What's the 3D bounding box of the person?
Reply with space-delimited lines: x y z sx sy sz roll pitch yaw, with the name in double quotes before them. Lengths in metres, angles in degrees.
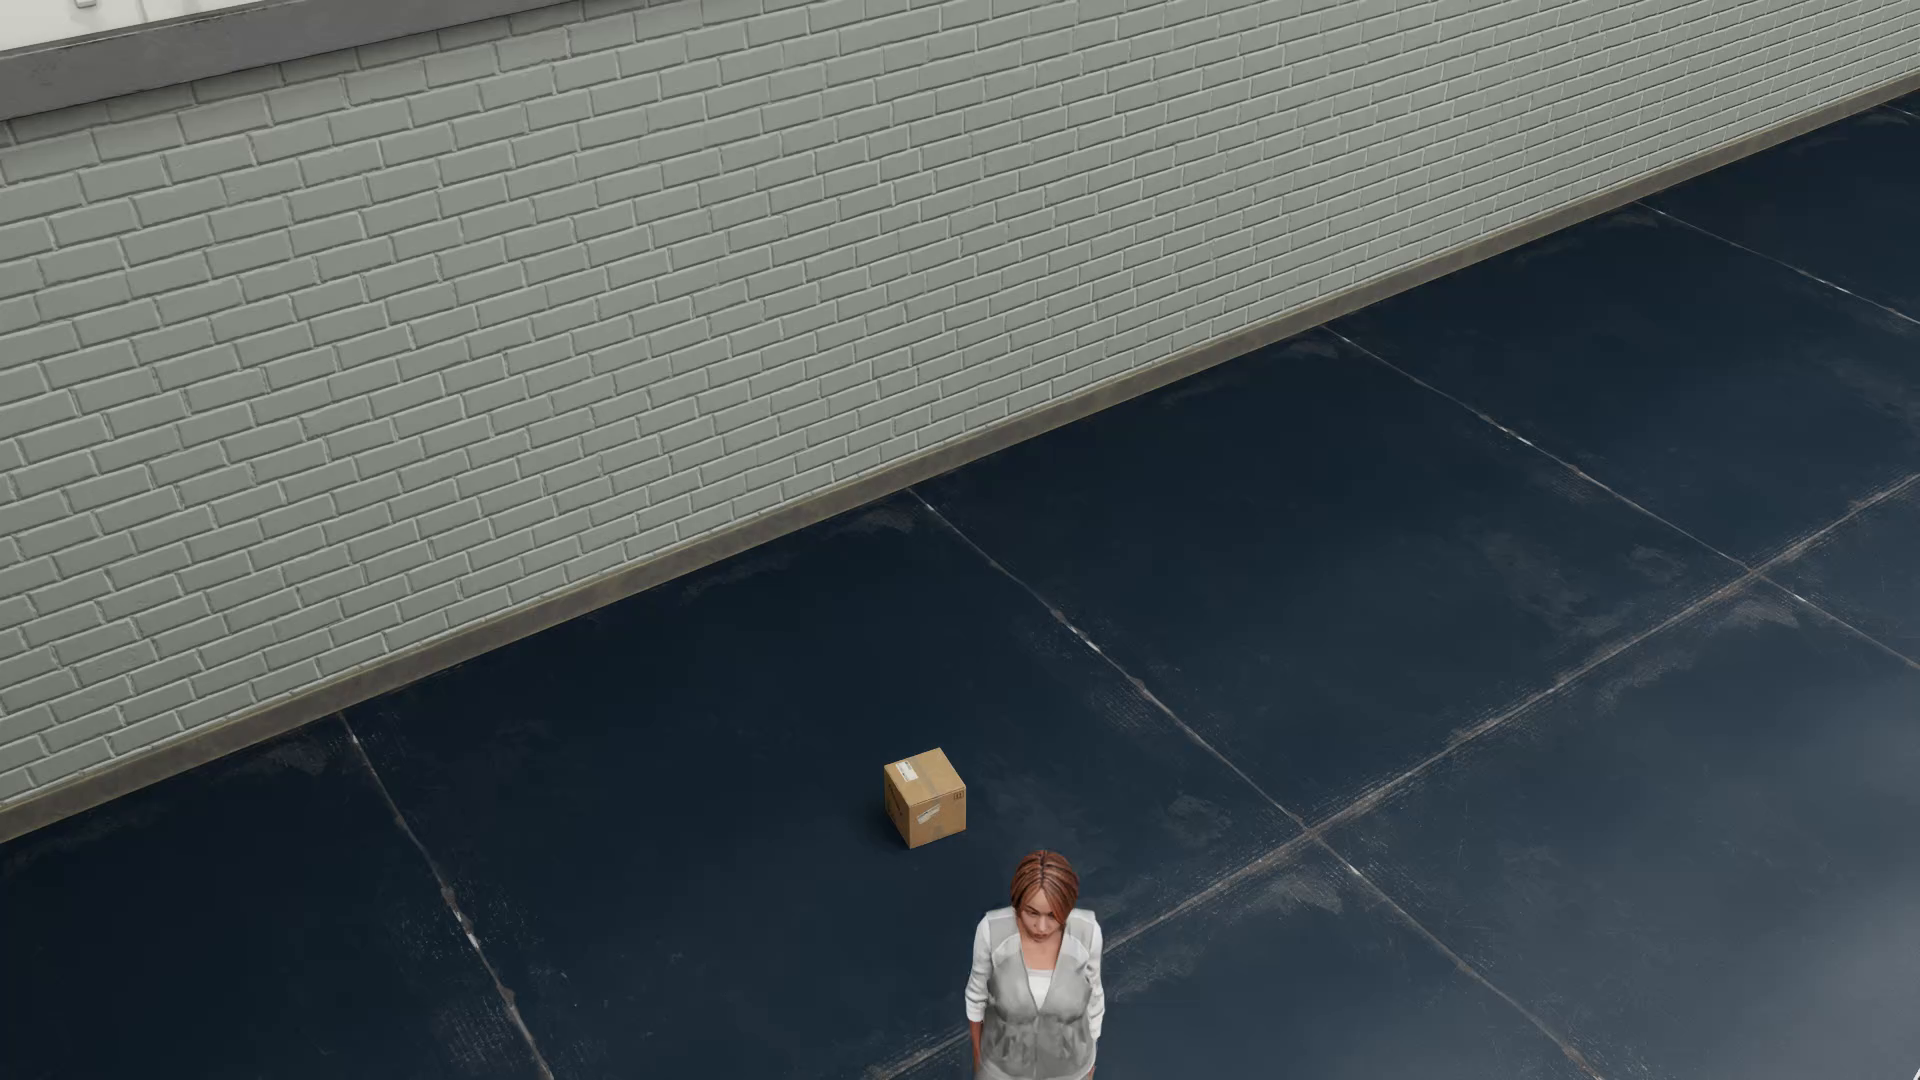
"person" 0.218 1.616 5.033 0.406 1.192 0.429 -1 37 -1
